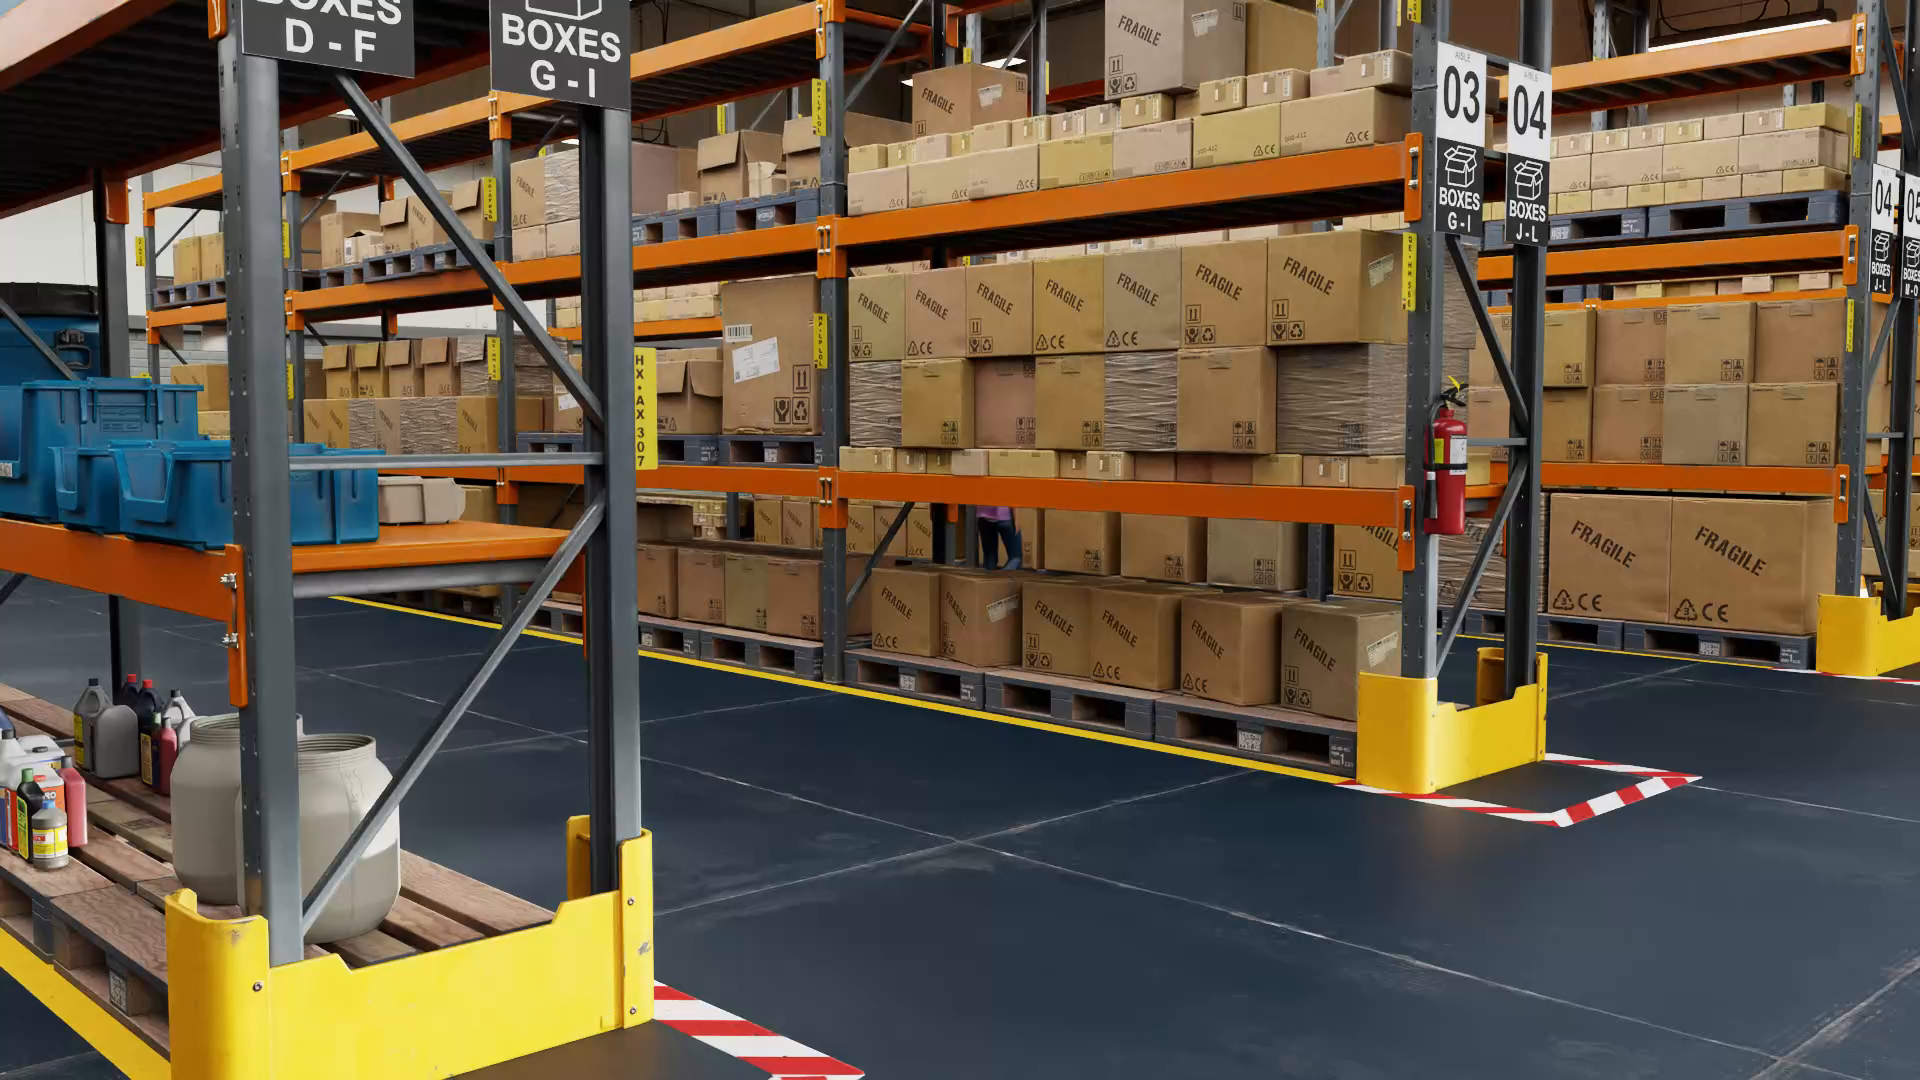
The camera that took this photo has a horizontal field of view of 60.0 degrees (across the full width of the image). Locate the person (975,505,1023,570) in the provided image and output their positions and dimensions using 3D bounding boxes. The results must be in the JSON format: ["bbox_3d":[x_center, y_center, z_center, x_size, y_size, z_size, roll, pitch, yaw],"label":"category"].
[{"bbox_3d":[0.310,-0.166,13.498,0.435,1.597,0.486,3,5,37],"label":"person"}]
